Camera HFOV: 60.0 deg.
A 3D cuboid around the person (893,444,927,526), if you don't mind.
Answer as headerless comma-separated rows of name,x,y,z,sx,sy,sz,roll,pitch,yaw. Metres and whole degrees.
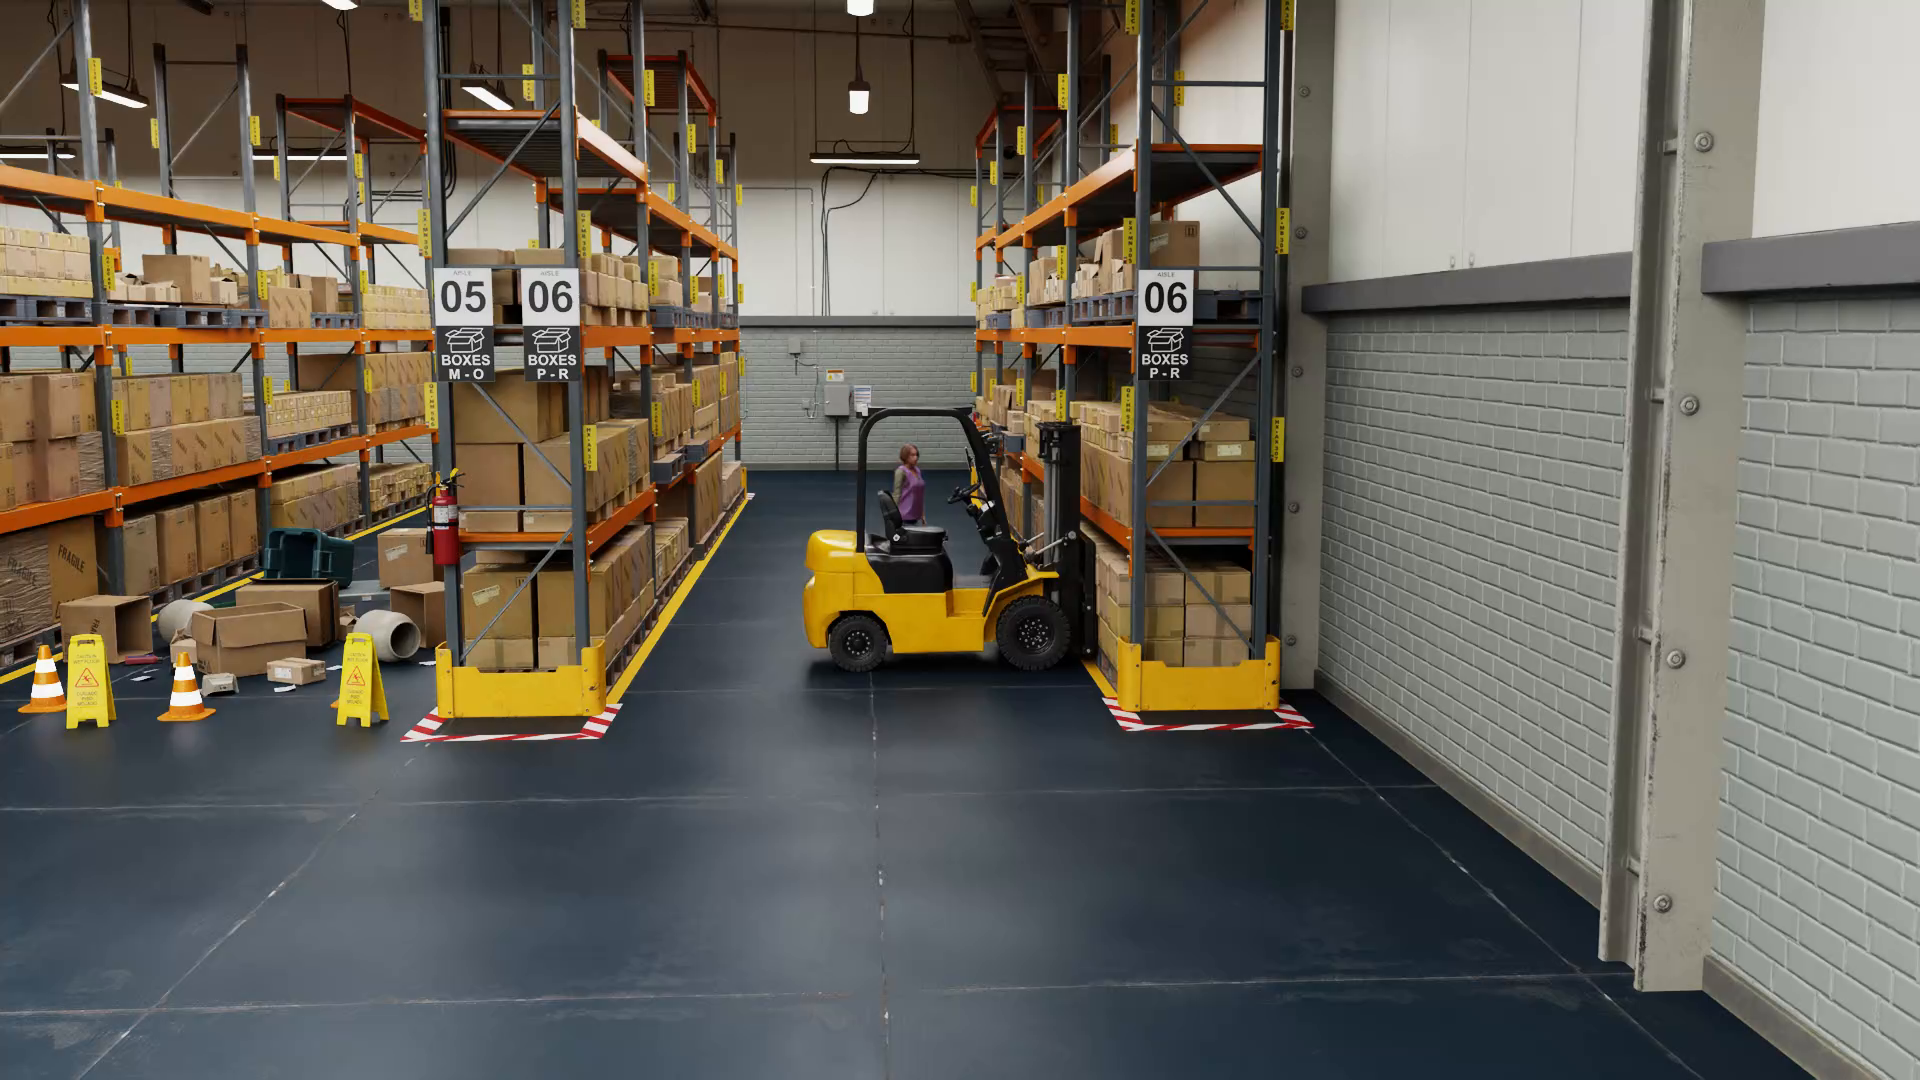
person,-0.605,-0.223,17.525,0.475,1.595,0.421,4,8,27
